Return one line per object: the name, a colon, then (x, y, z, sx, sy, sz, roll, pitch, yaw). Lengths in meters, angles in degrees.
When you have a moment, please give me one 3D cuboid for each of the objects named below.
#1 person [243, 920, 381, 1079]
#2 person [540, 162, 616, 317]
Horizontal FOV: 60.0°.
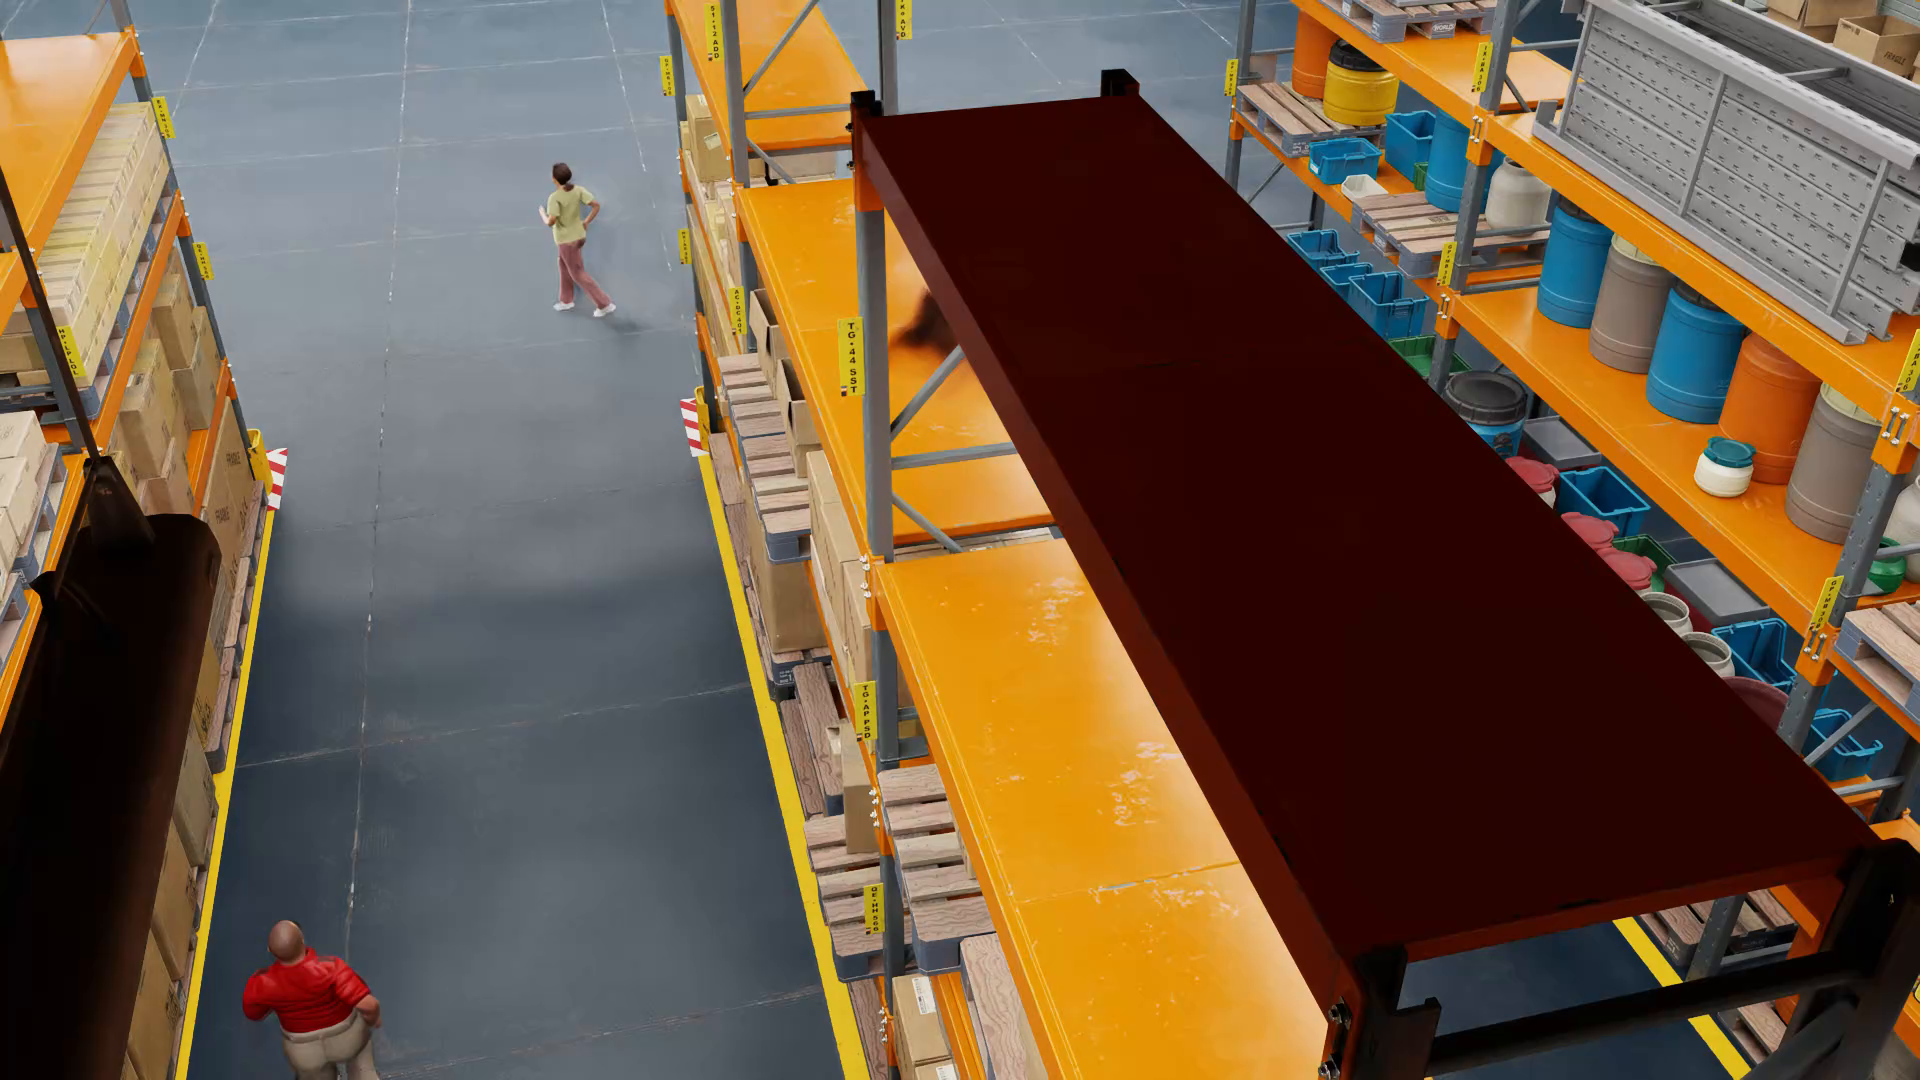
person: (-3.358, 2.598, 8.790, 0.652, 1.718, 0.653, -13, 36, -18)
person: (-3.975, -3.023, 17.026, 0.874, 1.703, 0.555, 17, 38, 23)
